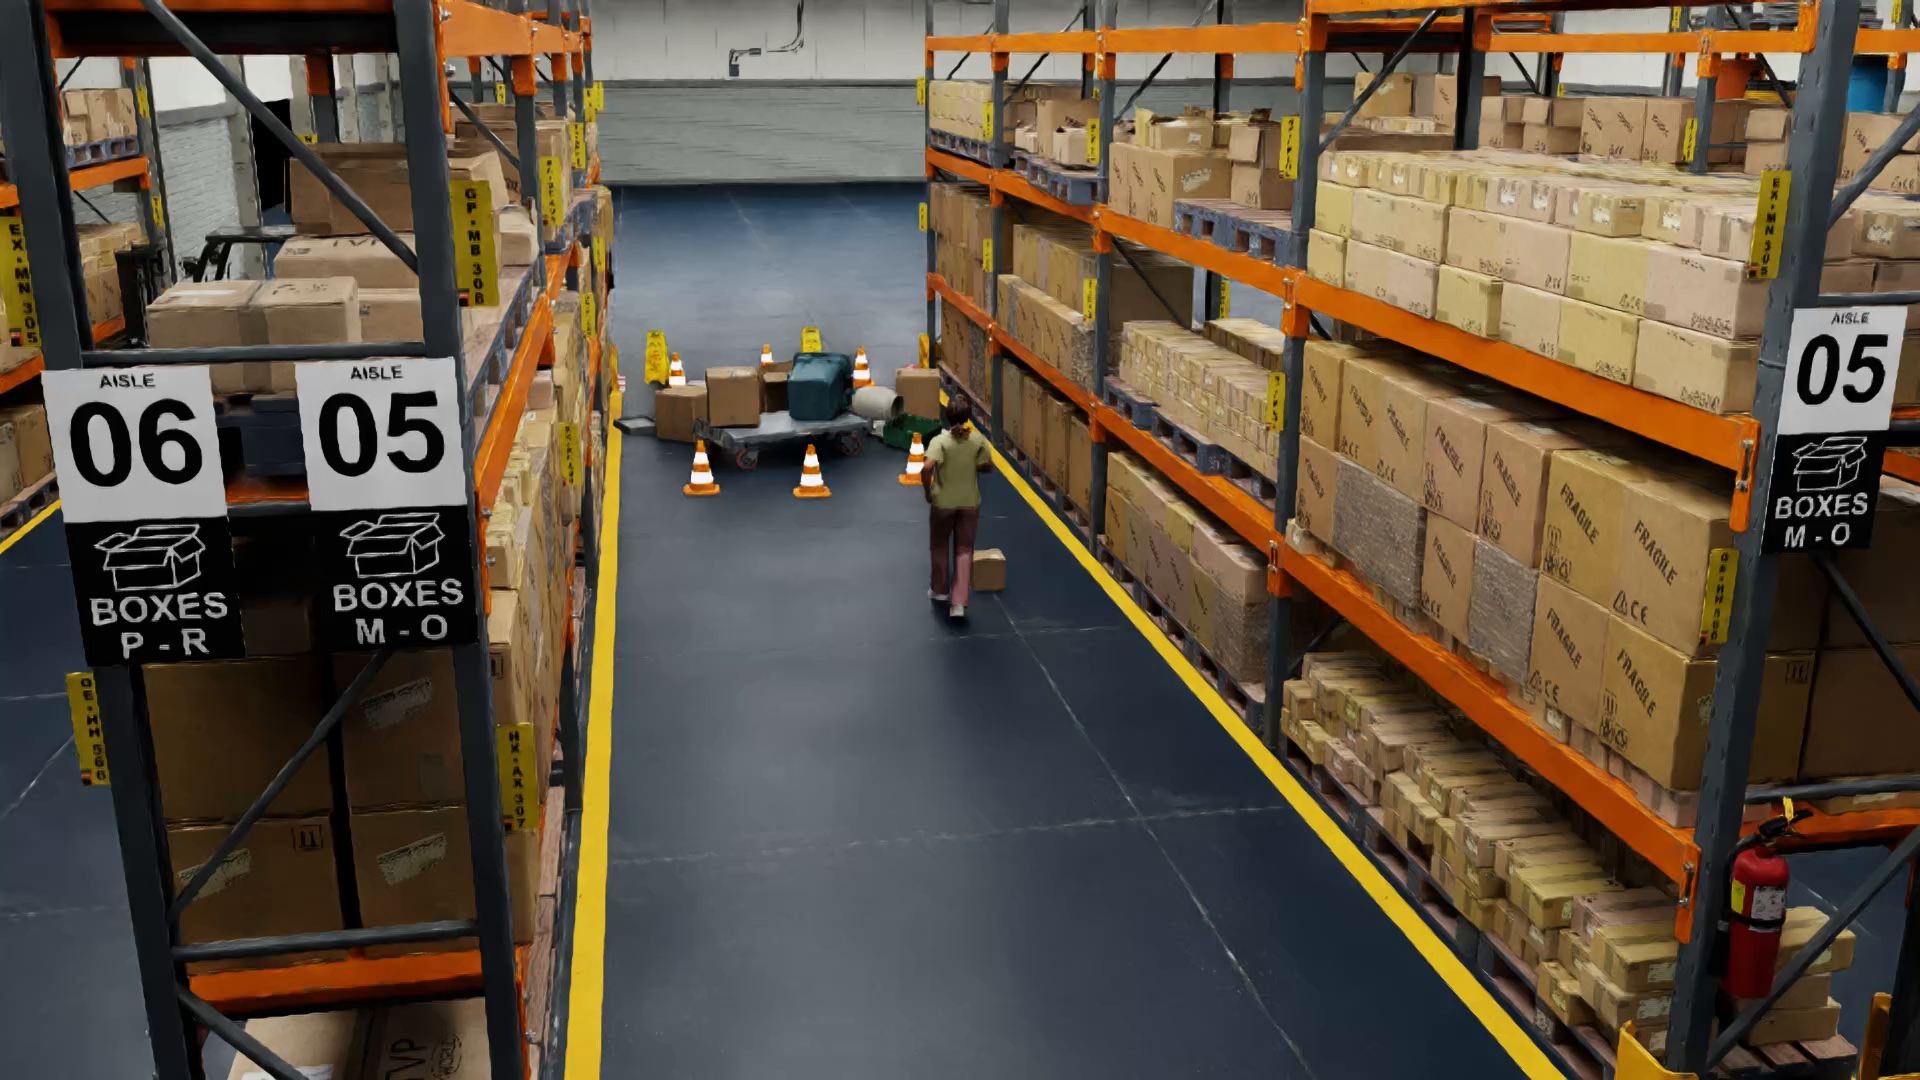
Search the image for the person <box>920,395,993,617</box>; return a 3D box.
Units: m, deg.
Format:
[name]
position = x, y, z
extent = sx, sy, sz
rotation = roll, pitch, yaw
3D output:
[person]
position = -0.044, -0.271, 11.990
extent = 0.542, 1.646, 0.806
rotation = -2, 17, -6
